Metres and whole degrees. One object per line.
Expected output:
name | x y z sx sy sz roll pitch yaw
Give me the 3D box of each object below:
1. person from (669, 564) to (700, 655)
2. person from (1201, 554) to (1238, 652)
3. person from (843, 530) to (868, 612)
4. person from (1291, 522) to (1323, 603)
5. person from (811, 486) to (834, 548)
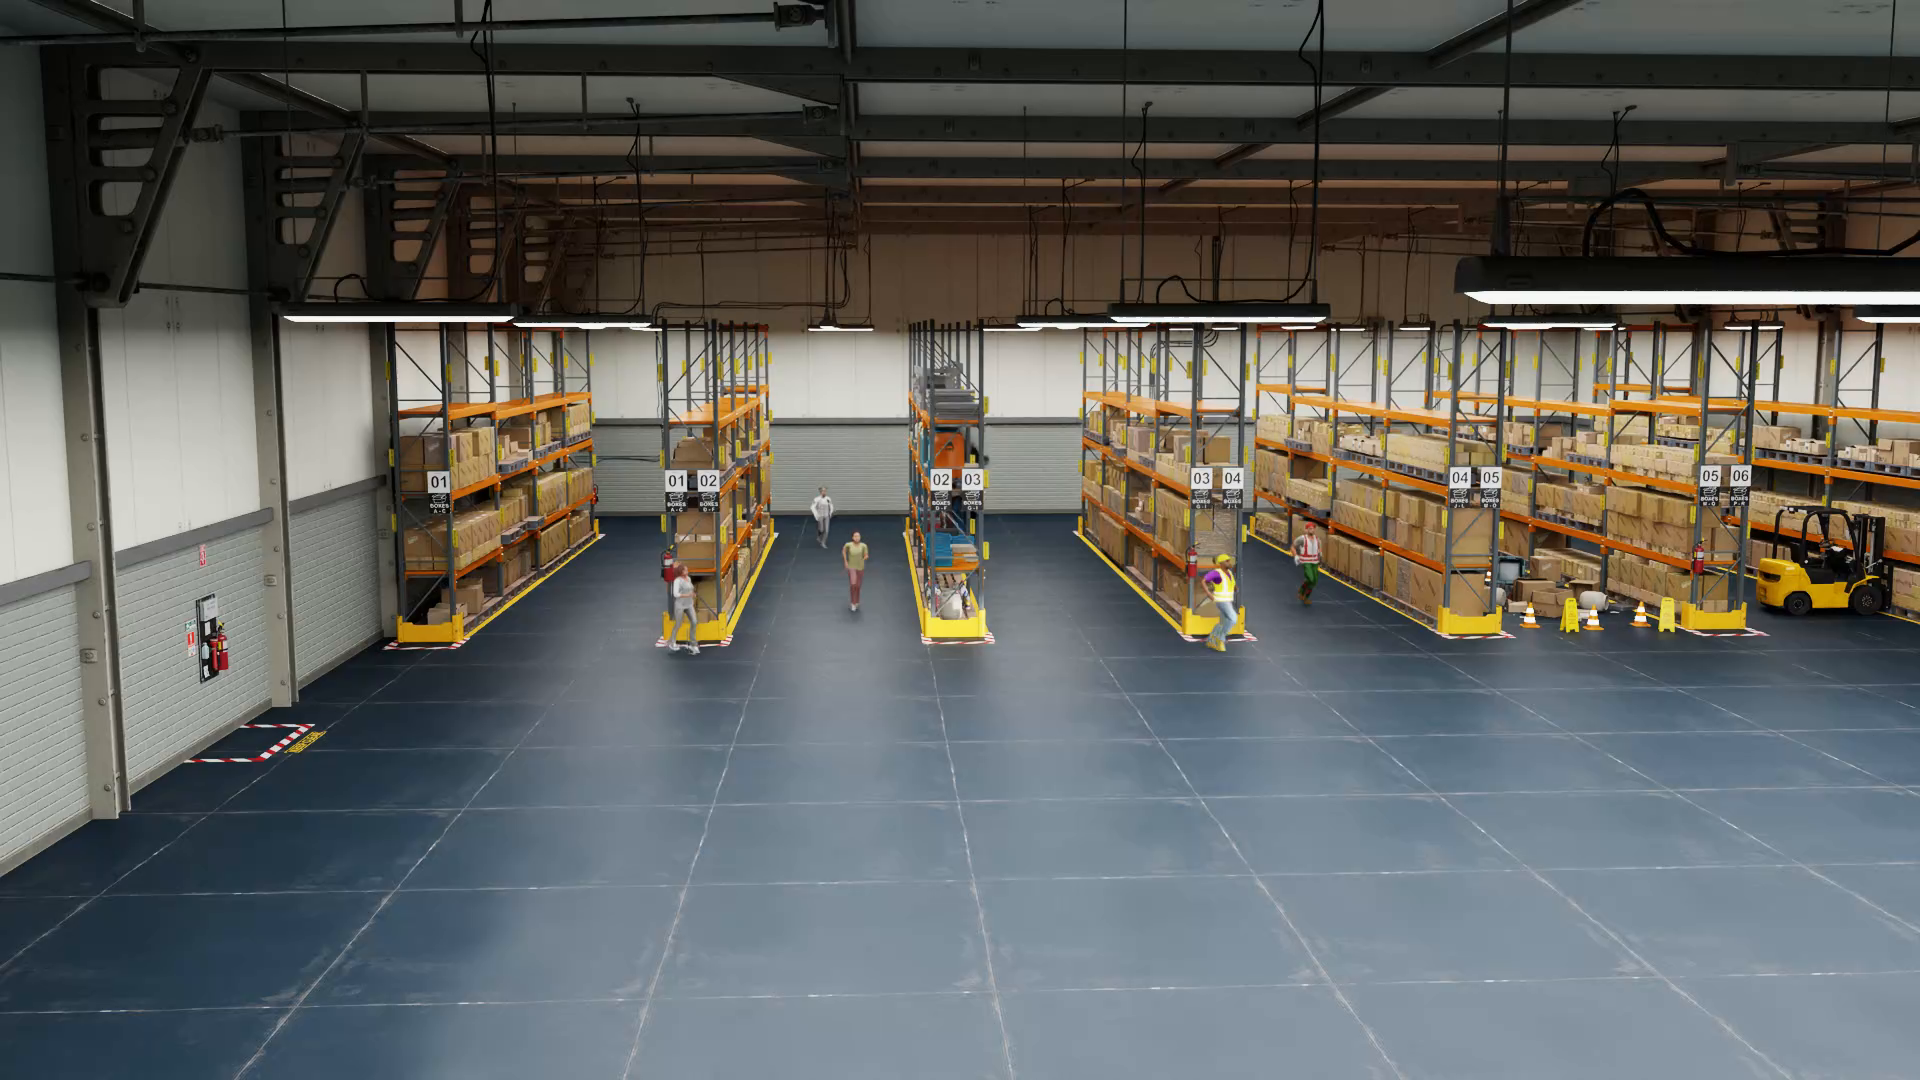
person | -4.967 1.234 29.863 0.684 1.631 0.538 6 9 39
person | 4.797 1.136 30.262 0.656 1.765 0.693 4 8 31
person | -2.170 0.632 34.707 0.497 1.698 0.818 -2 7 -17
person | 7.424 0.497 35.214 0.643 1.743 0.615 -3 8 -21
person | -3.696 -0.627 44.920 0.620 1.666 0.520 -2 7 -18
